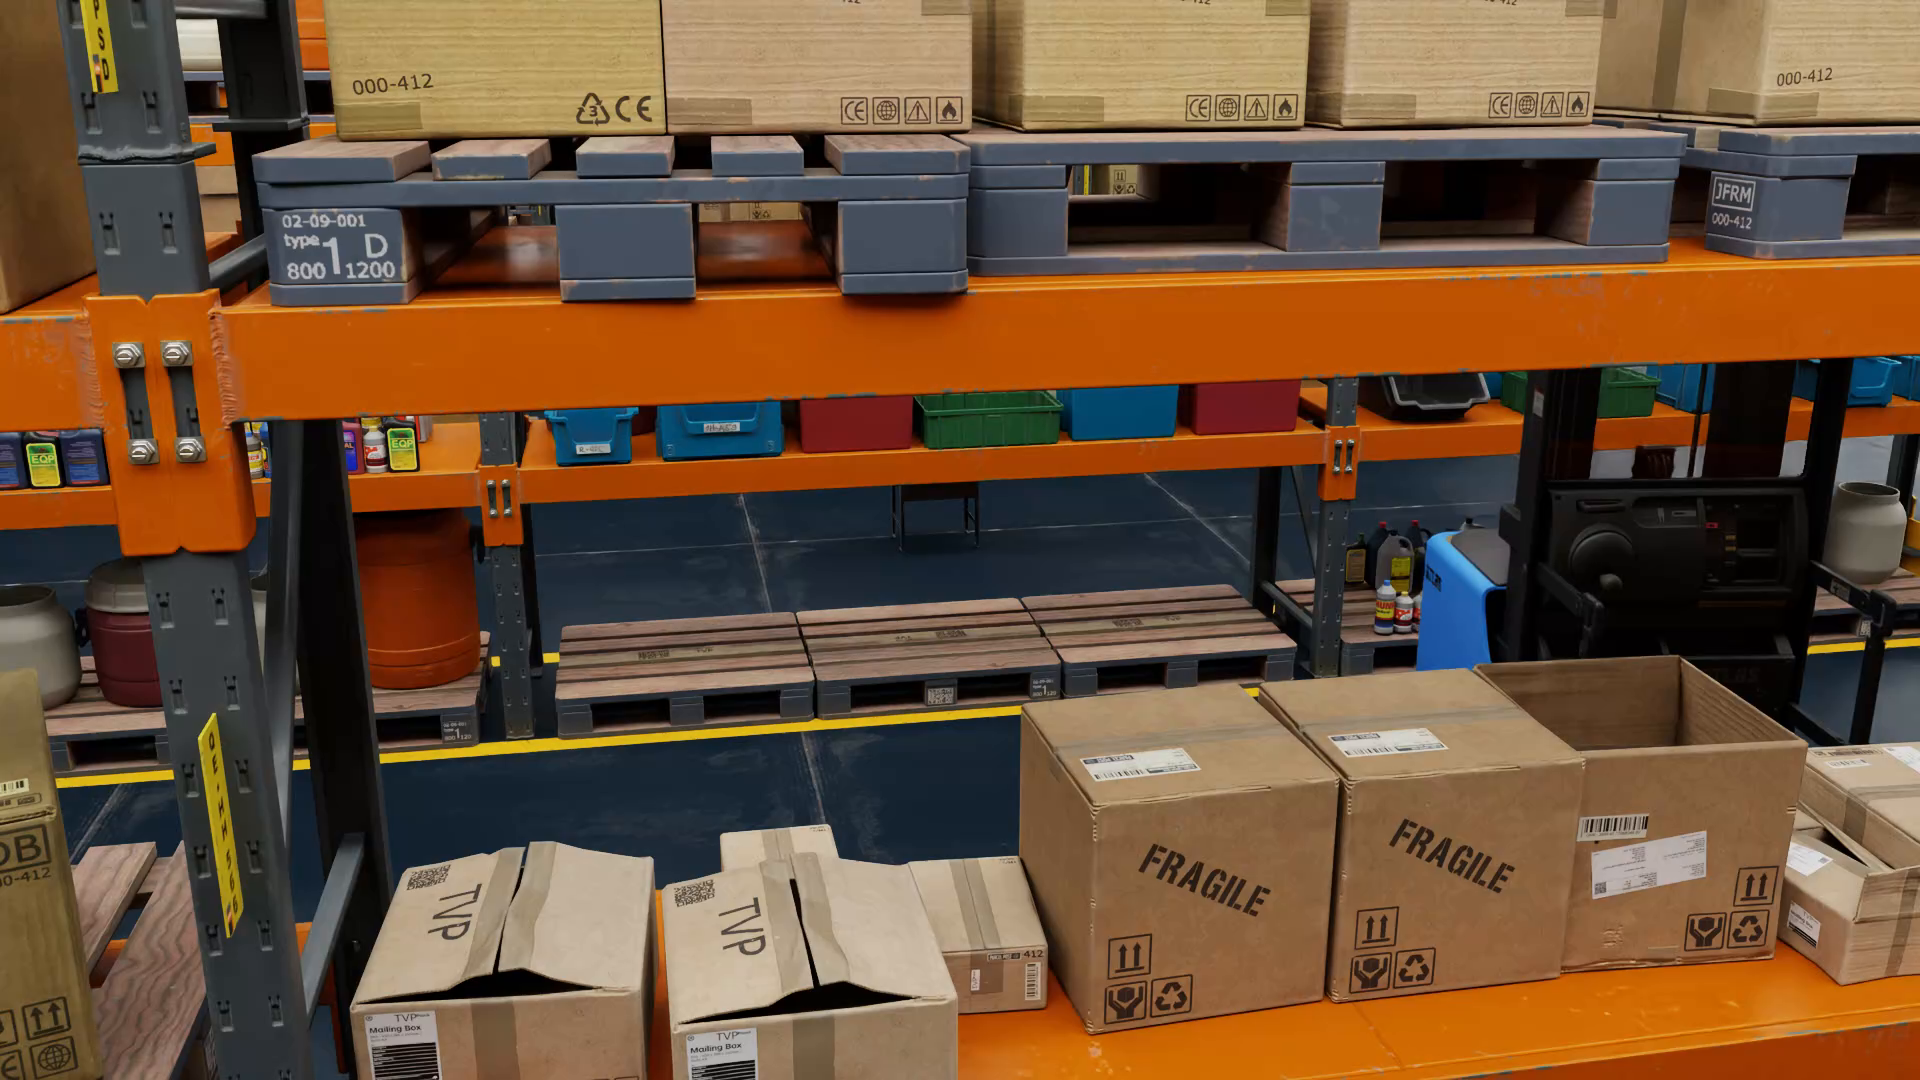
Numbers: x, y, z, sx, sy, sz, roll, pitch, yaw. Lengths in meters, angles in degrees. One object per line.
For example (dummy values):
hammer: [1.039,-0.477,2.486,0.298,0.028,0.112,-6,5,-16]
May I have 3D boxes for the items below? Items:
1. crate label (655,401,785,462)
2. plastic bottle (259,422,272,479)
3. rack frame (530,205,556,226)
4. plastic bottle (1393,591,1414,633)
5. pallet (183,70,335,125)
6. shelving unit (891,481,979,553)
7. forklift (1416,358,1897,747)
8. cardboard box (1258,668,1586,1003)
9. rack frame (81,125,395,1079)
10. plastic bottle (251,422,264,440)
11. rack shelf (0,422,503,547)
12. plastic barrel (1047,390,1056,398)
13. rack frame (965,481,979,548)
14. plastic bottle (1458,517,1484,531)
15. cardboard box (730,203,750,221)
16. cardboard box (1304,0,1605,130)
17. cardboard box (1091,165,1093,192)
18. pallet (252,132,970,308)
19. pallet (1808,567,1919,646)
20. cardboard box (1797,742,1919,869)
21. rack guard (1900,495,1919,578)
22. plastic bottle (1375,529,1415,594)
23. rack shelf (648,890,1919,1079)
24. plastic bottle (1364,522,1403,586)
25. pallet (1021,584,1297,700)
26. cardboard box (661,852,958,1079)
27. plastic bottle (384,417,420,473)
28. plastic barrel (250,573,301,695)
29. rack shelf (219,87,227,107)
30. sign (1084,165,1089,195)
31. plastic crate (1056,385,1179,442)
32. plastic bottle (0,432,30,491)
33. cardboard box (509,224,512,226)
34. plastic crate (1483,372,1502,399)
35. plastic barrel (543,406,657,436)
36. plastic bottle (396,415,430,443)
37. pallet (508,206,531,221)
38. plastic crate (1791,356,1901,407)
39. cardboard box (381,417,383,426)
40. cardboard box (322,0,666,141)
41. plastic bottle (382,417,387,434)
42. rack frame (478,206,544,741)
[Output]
crate label: [-1.122,-0.637,7.717,0.616,0.435,0.502,-3,17,-10]
plastic bottle: [-2.999,-0.411,7.260,0.097,0.271,0.097,0,17,0]
rack frame: [-3.088,-2.071,12.444,0.127,3.000,1.000,-3,17,-10]
plastic bottle: [2.274,0.365,8.532,0.097,0.201,0.097,0,17,0]
pallet: [-2.918,-1.972,7.336,1.213,0.211,1.003,-3,17,-10]
shelving unit: [-0.163,-0.995,10.473,0.503,2.100,0.431,-3,17,-10]
forklift: [2.595,0.012,5.782,1.130,2.935,3.031,-1,17,-2]
cardboard box: [0.949,0.610,3.546,0.500,0.500,0.500,-3,17,-10]
rack frame: [-1.213,0.785,3.146,0.127,3.000,1.000,-3,17,-10]
plastic bottle: [-3.339,-0.585,7.946,0.097,0.201,0.097,0,17,0]
rack shelf: [-4.112,-0.188,7.539,4.000,0.370,1.077,-3,17,-10]
plastic barrel: [0.450,-0.770,8.445,0.301,0.262,0.301,0,17,0]
rack frame: [0.077,-1.008,10.518,0.015,2.100,0.400,-3,17,-10]
plastic bottle: [2.862,0.043,9.326,0.185,0.351,0.144,-3,17,-11]
cardboard box: [-2.444,-3.558,17.117,0.500,0.500,0.500,-3,17,-10]
cardboard box: [0.826,-0.912,3.102,0.500,0.250,0.500,-5,18,-15]
cardboard box: [1.229,-3.066,13.305,0.500,0.500,0.500,-3,17,-10]
pallet: [-0.563,-0.622,2.940,1.003,0.211,1.213,-2,17,-8]
pallet: [4.842,0.306,9.456,1.213,0.211,1.003,-3,17,-10]
cardboard box: [2.240,0.674,3.763,0.500,0.250,0.500,-2,17,-7]
rack guard: [5.640,0.124,9.556,0.348,0.500,1.175,-3,17,-10]
plastic bottle: [2.384,0.113,9.097,0.185,0.351,0.144,-3,17,-10]
rack shelf: [0.751,1.018,3.614,4.000,0.370,1.077,-3,17,-10]
plastic bottle: [2.356,0.071,9.233,0.185,0.351,0.144,-4,17,-12]
pallet: [1.015,0.522,8.752,1.213,0.211,1.003,-3,17,-10]
cardboard box: [-0.298,0.834,3.140,0.500,0.311,0.500,-3,17,-11]
plastic bottle: [-2.465,-0.442,7.339,0.133,0.283,0.061,-3,17,-10]
plastic barrel: [-3.163,0.435,7.808,0.421,0.512,0.421,0,17,0]
rack shelf: [-5.052,-3.049,11.747,4.000,0.370,1.077,-3,17,-10]
sign: [0.948,-2.687,12.480,0.005,0.325,0.100,-3,17,-10]
plastic crate: [0.755,-0.707,8.031,0.575,0.384,0.392,-3,17,-10]
plastic bottle: [-4.064,-0.395,7.074,0.185,0.351,0.144,-3,17,-10]
cardboard box: [-3.526,-2.019,12.108,0.500,0.500,0.500,-3,17,-9]
plastic crate: [2.814,-0.934,8.998,0.616,0.251,0.499,-3,17,-10]
plastic barrel: [-1.751,-0.821,8.144,0.708,0.536,0.600,-3,17,-10]
plastic bottle: [-2.606,-0.609,7.896,0.135,0.276,0.152,-3,17,-10]
pallet: [-4.609,-3.344,16.917,1.003,0.211,1.213,-3,17,-10]
plastic crate: [4.633,-0.869,8.784,0.408,0.251,0.499,-3,17,-10]
cardboard box: [-4.646,-1.176,12.435,0.875,0.875,1.225,-3,17,-10]
cardboard box: [-0.778,-0.819,2.801,0.500,0.250,0.500,-5,18,-15]
plastic bottle: [-2.754,-0.652,8.044,0.097,0.271,0.097,0,17,0]
rack frame: [-2.149,-0.643,7.796,0.127,3.000,1.000,-3,17,-10]
